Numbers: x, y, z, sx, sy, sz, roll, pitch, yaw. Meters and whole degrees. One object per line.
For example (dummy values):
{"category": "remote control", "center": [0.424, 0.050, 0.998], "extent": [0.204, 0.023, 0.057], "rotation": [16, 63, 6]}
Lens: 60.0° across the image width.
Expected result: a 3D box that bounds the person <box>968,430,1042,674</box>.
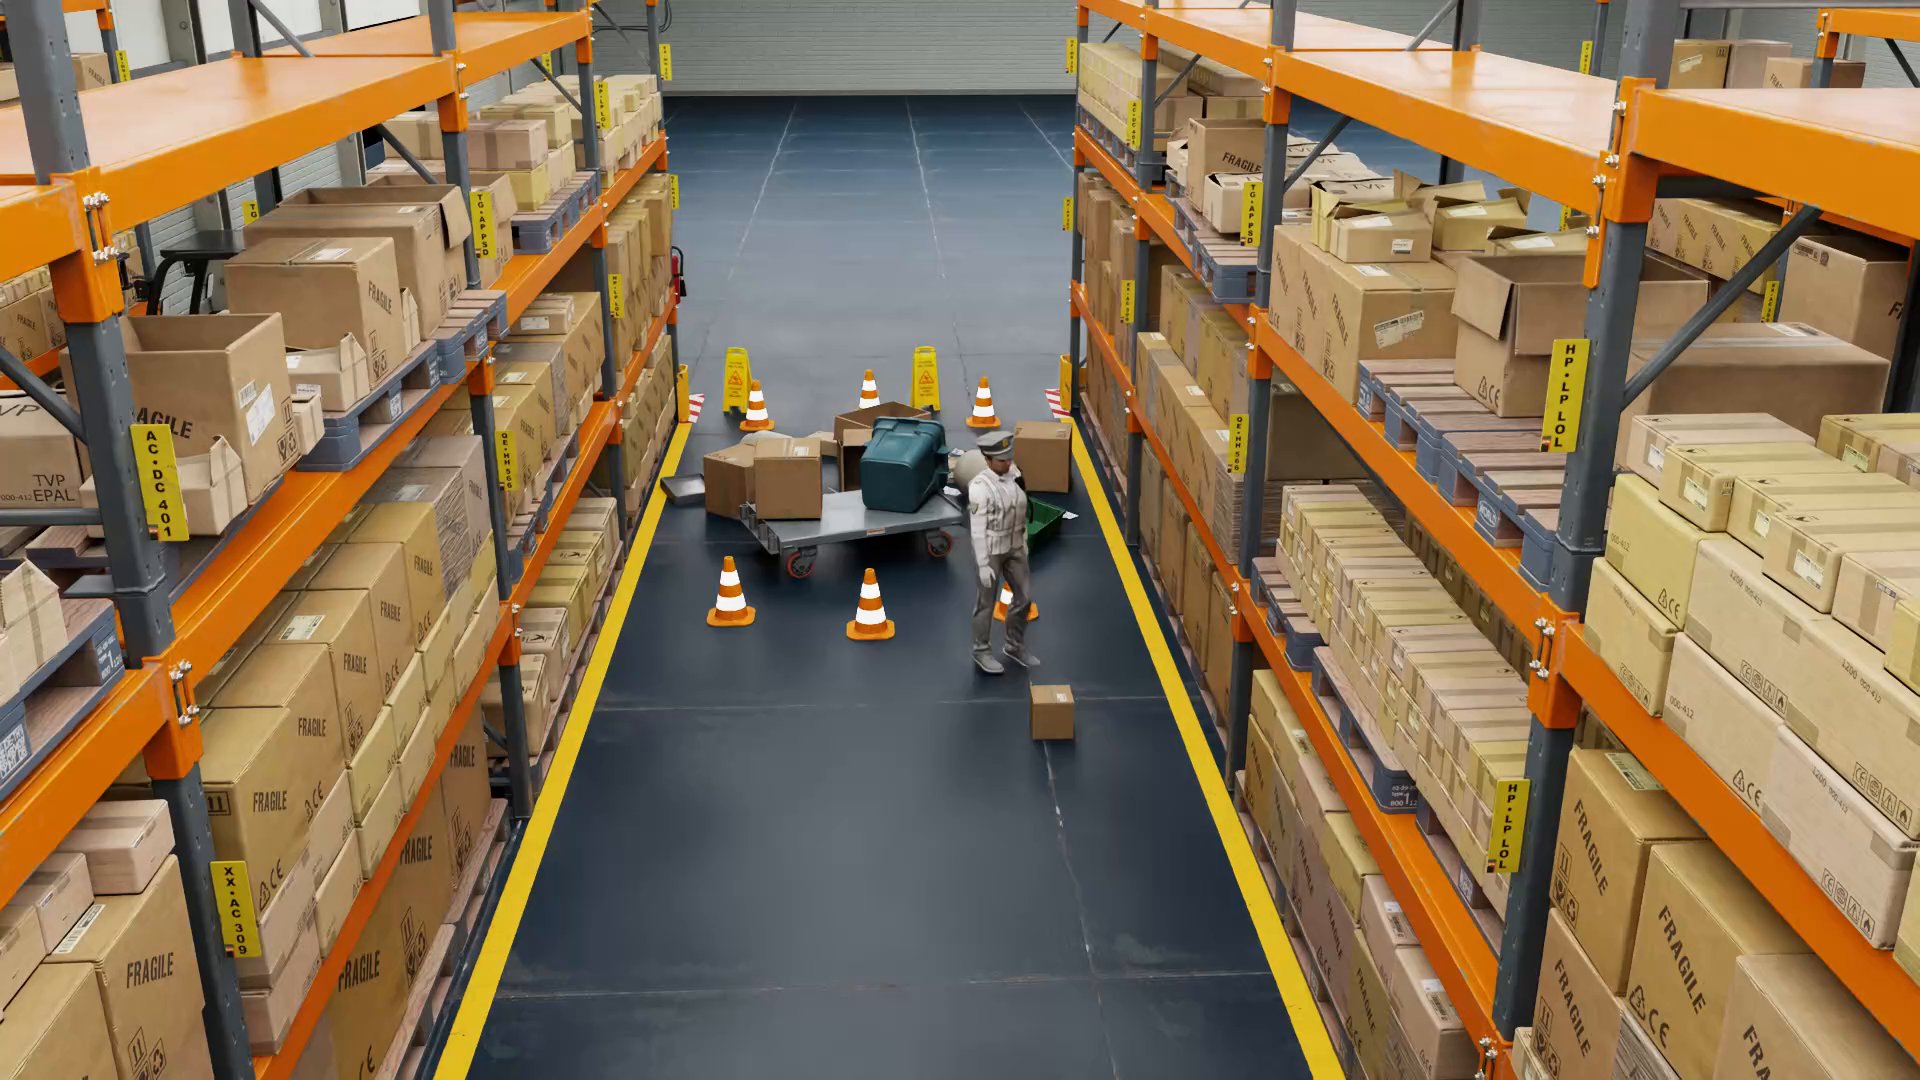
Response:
{"category": "person", "center": [0.256, 0.092, 10.836], "extent": [0.558, 1.702, 0.377], "rotation": [-19, 28, -41]}
